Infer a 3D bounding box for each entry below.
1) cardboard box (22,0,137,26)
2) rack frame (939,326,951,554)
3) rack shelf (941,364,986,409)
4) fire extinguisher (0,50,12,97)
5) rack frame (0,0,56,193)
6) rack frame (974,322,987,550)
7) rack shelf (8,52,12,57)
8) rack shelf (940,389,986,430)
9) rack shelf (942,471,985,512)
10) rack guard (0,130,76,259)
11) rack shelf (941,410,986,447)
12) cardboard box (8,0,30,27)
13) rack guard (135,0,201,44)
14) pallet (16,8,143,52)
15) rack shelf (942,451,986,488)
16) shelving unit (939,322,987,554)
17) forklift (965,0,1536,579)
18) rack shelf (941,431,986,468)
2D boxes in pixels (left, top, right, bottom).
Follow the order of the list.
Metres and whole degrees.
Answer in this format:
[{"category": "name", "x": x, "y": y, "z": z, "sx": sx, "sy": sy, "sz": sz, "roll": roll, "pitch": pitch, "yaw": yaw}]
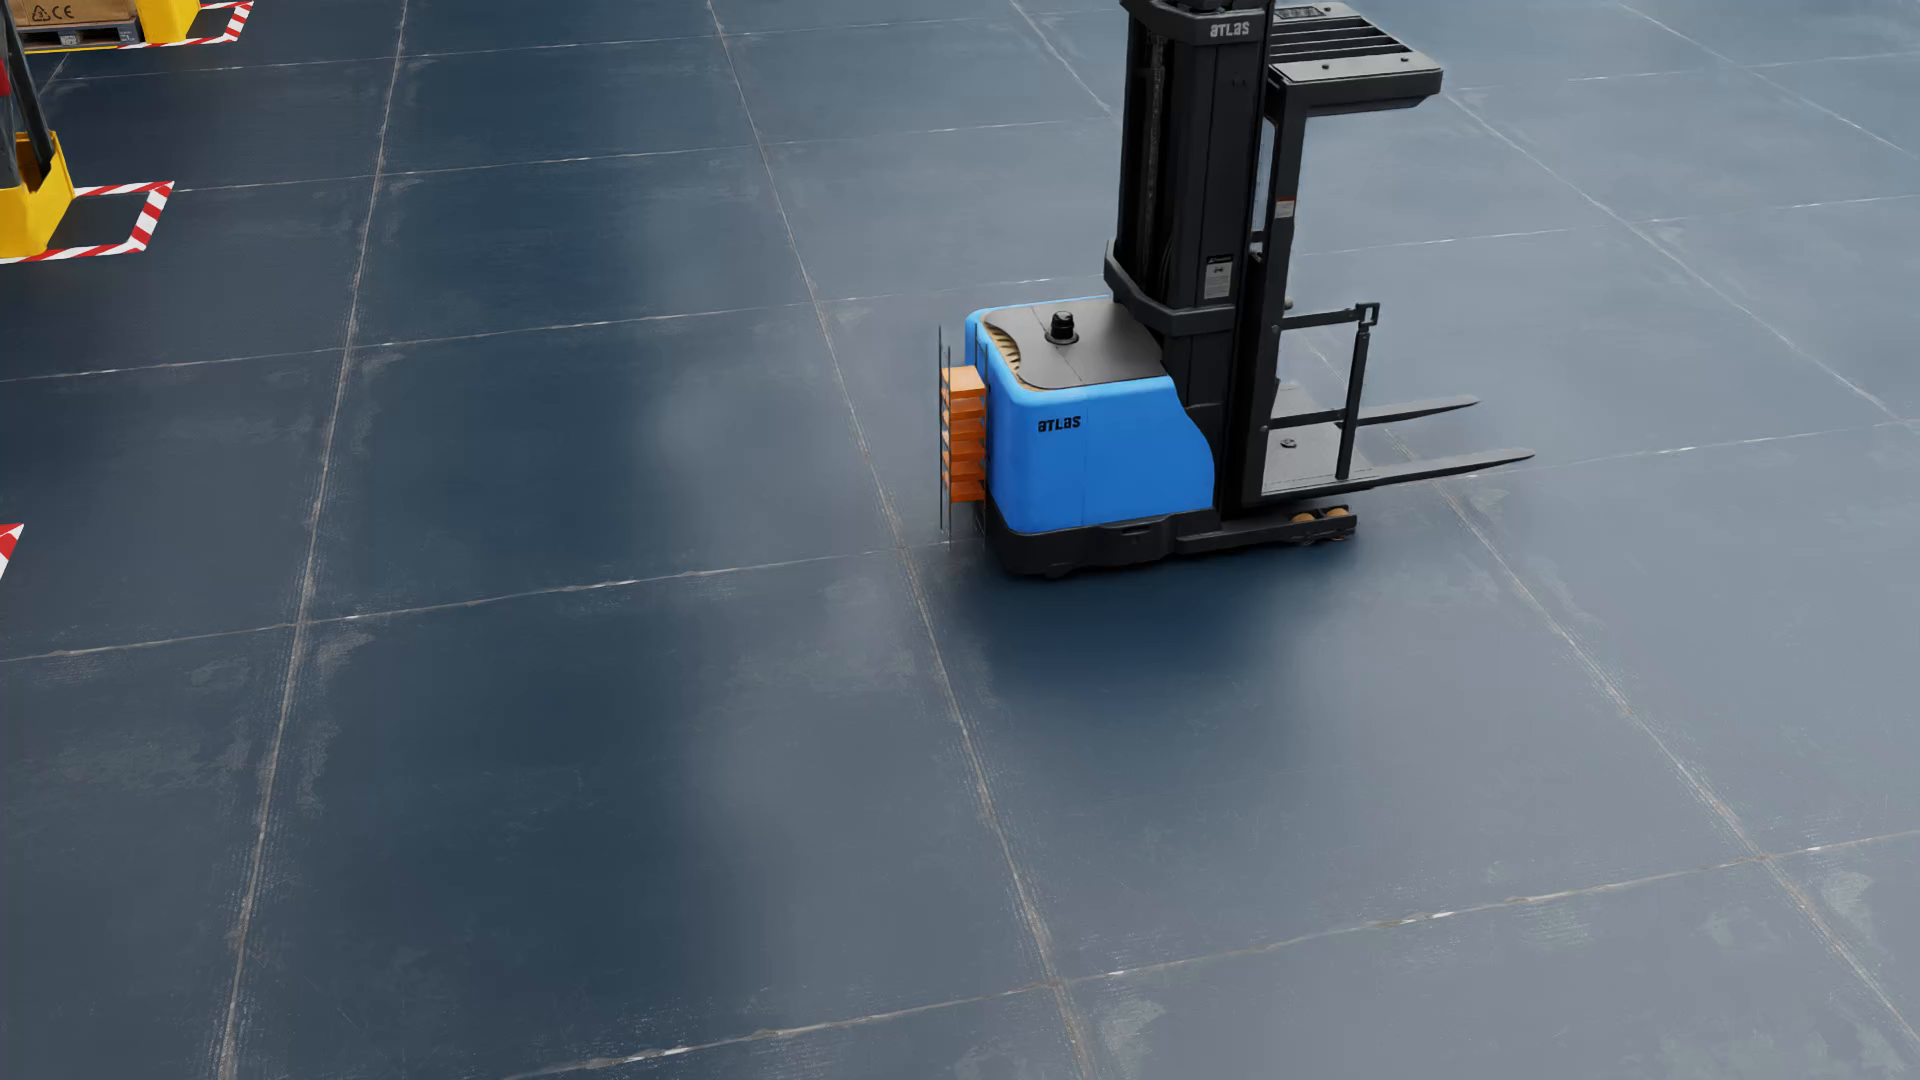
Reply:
[{"category": "cardboard box", "x": -8.345, "y": -5.444, "z": 15.701, "sx": 0.875, "sy": 0.875, "sz": 0.875, "roll": -7, "pitch": 34, "yaw": -10}, {"category": "rack frame", "x": -0.075, "y": -0.489, "z": 8.402, "sx": 0.006, "sy": 1.200, "sz": 0.240, "roll": -7, "pitch": 35, "yaw": -11}, {"category": "rack shelf", "x": 0.014, "y": -0.762, "z": 8.242, "sx": 0.180, "sy": 0.103, "sz": 0.258, "roll": -7, "pitch": 35, "yaw": -11}, {"category": "fire extinguisher", "x": -6.489, "y": -3.295, "z": 11.037, "sx": 0.183, "sy": 0.674, "sz": 0.296, "roll": -7, "pitch": 35, "yaw": -11}, {"category": "rack frame", "x": -6.702, "y": -3.563, "z": 11.368, "sx": 0.127, "sy": 3.000, "sz": 1.000, "roll": -7, "pitch": 35, "yaw": -11}, {"category": "rack frame", "x": 0.103, "y": -0.511, "z": 8.435, "sx": 0.006, "sy": 1.200, "sz": 0.240, "roll": -7, "pitch": 35, "yaw": -11}, {"category": "rack shelf", "x": -8.653, "y": -3.019, "z": 11.202, "sx": 4.000, "sy": 0.370, "sz": 1.077, "roll": -7, "pitch": 35, "yaw": -11}, {"category": "rack shelf", "x": 0.014, "y": -0.662, "z": 8.309, "sx": 0.180, "sy": 0.103, "sz": 0.258, "roll": -7, "pitch": 35, "yaw": -11}, {"category": "rack shelf", "x": 0.014, "y": -0.264, "z": 8.577, "sx": 0.180, "sy": 0.103, "sz": 0.258, "roll": -7, "pitch": 35, "yaw": -11}, {"category": "rack guard", "x": -6.777, "y": -2.516, "z": 12.050, "sx": 0.348, "sy": 0.500, "sz": 1.175, "roll": -7, "pitch": 35, "yaw": -11}, {"category": "rack shelf", "x": 0.014, "y": -0.563, "z": 8.376, "sx": 0.180, "sy": 0.103, "sz": 0.258, "roll": -7, "pitch": 35, "yaw": -11}, {"category": "cardboard box", "x": -9.203, "y": -5.335, "z": 15.538, "sx": 0.875, "sy": 0.875, "sz": 0.875, "roll": -8, "pitch": 35, "yaw": -11}, {"category": "rack guard", "x": -7.675, "y": -5.236, "z": 16.104, "sx": 0.348, "sy": 0.500, "sz": 1.175, "roll": -7, "pitch": 35, "yaw": -11}, {"category": "pallet", "x": -8.461, "y": -4.973, "z": 15.971, "sx": 1.213, "sy": 0.211, "sz": 1.003, "roll": -7, "pitch": 35, "yaw": -11}, {"category": "rack shelf", "x": 0.014, "y": -0.363, "z": 8.510, "sx": 0.180, "sy": 0.103, "sz": 0.258, "roll": -7, "pitch": 35, "yaw": -11}, {"category": "shelving unit", "x": 0.014, "y": -0.500, "z": 8.418, "sx": 0.189, "sy": 1.200, "sz": 0.258, "roll": -7, "pitch": 35, "yaw": -11}, {"category": "forklift", "x": 1.586, "y": -1.464, "z": 8.301, "sx": 3.031, "sy": 2.935, "sz": 1.130, "roll": -8, "pitch": 35, "yaw": -12}, {"category": "rack shelf", "x": 0.014, "y": -0.463, "z": 8.443, "sx": 0.180, "sy": 0.103, "sz": 0.258, "roll": -7, "pitch": 35, "yaw": -11}]
